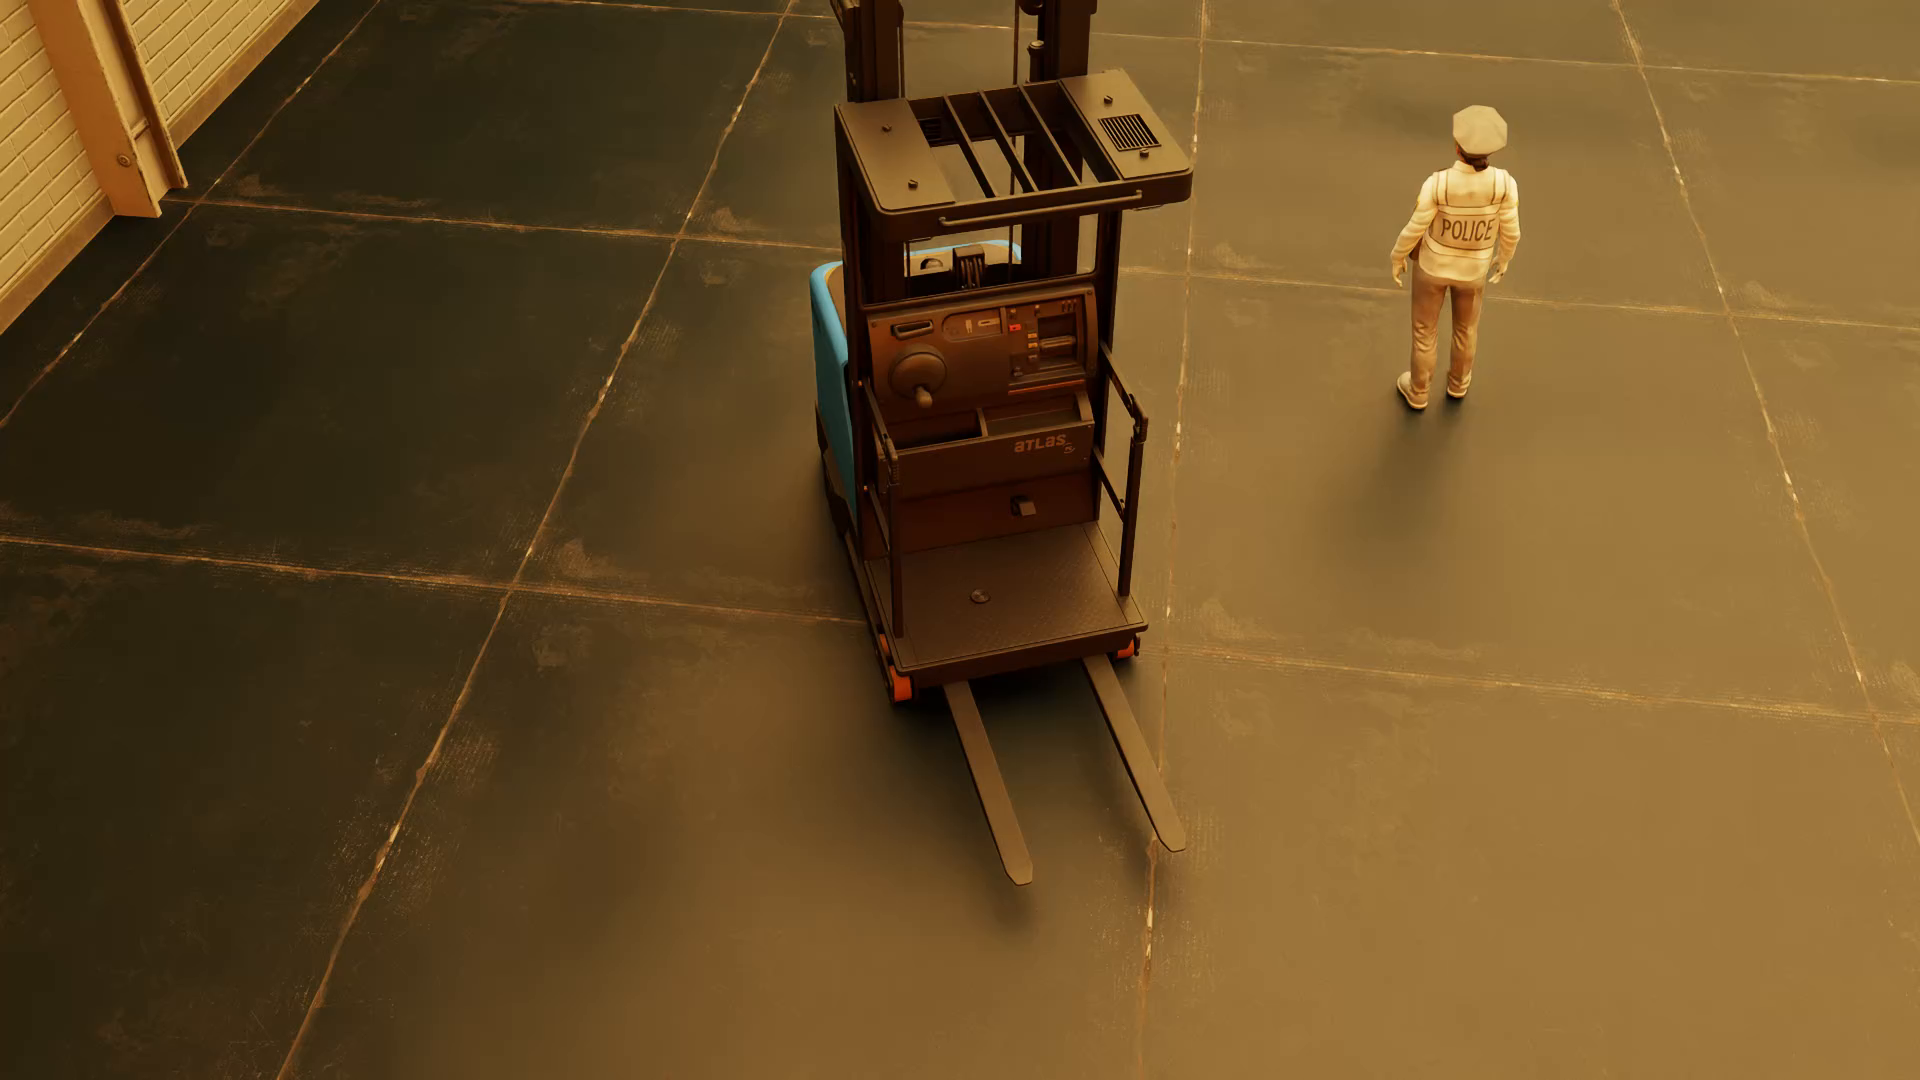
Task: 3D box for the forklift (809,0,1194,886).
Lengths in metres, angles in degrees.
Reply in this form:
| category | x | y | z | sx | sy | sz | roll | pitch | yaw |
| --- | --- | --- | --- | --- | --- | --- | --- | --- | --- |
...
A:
| category | x | y | z | sx | sy | sz | roll | pitch | yaw |
| --- | --- | --- | --- | --- | --- | --- | --- | --- | --- |
| forklift | 0.153 | -0.681 | 6.465 | 1.130 | 2.935 | 3.031 | -10 | 44 | -11 |

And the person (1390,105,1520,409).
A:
| category | x | y | z | sx | sy | sz | roll | pitch | yaw |
| --- | --- | --- | --- | --- | --- | --- | --- | --- | --- |
| person | 2.393 | -1.377 | 8.127 | 0.588 | 1.694 | 0.531 | 3 | 43 | 4 |
